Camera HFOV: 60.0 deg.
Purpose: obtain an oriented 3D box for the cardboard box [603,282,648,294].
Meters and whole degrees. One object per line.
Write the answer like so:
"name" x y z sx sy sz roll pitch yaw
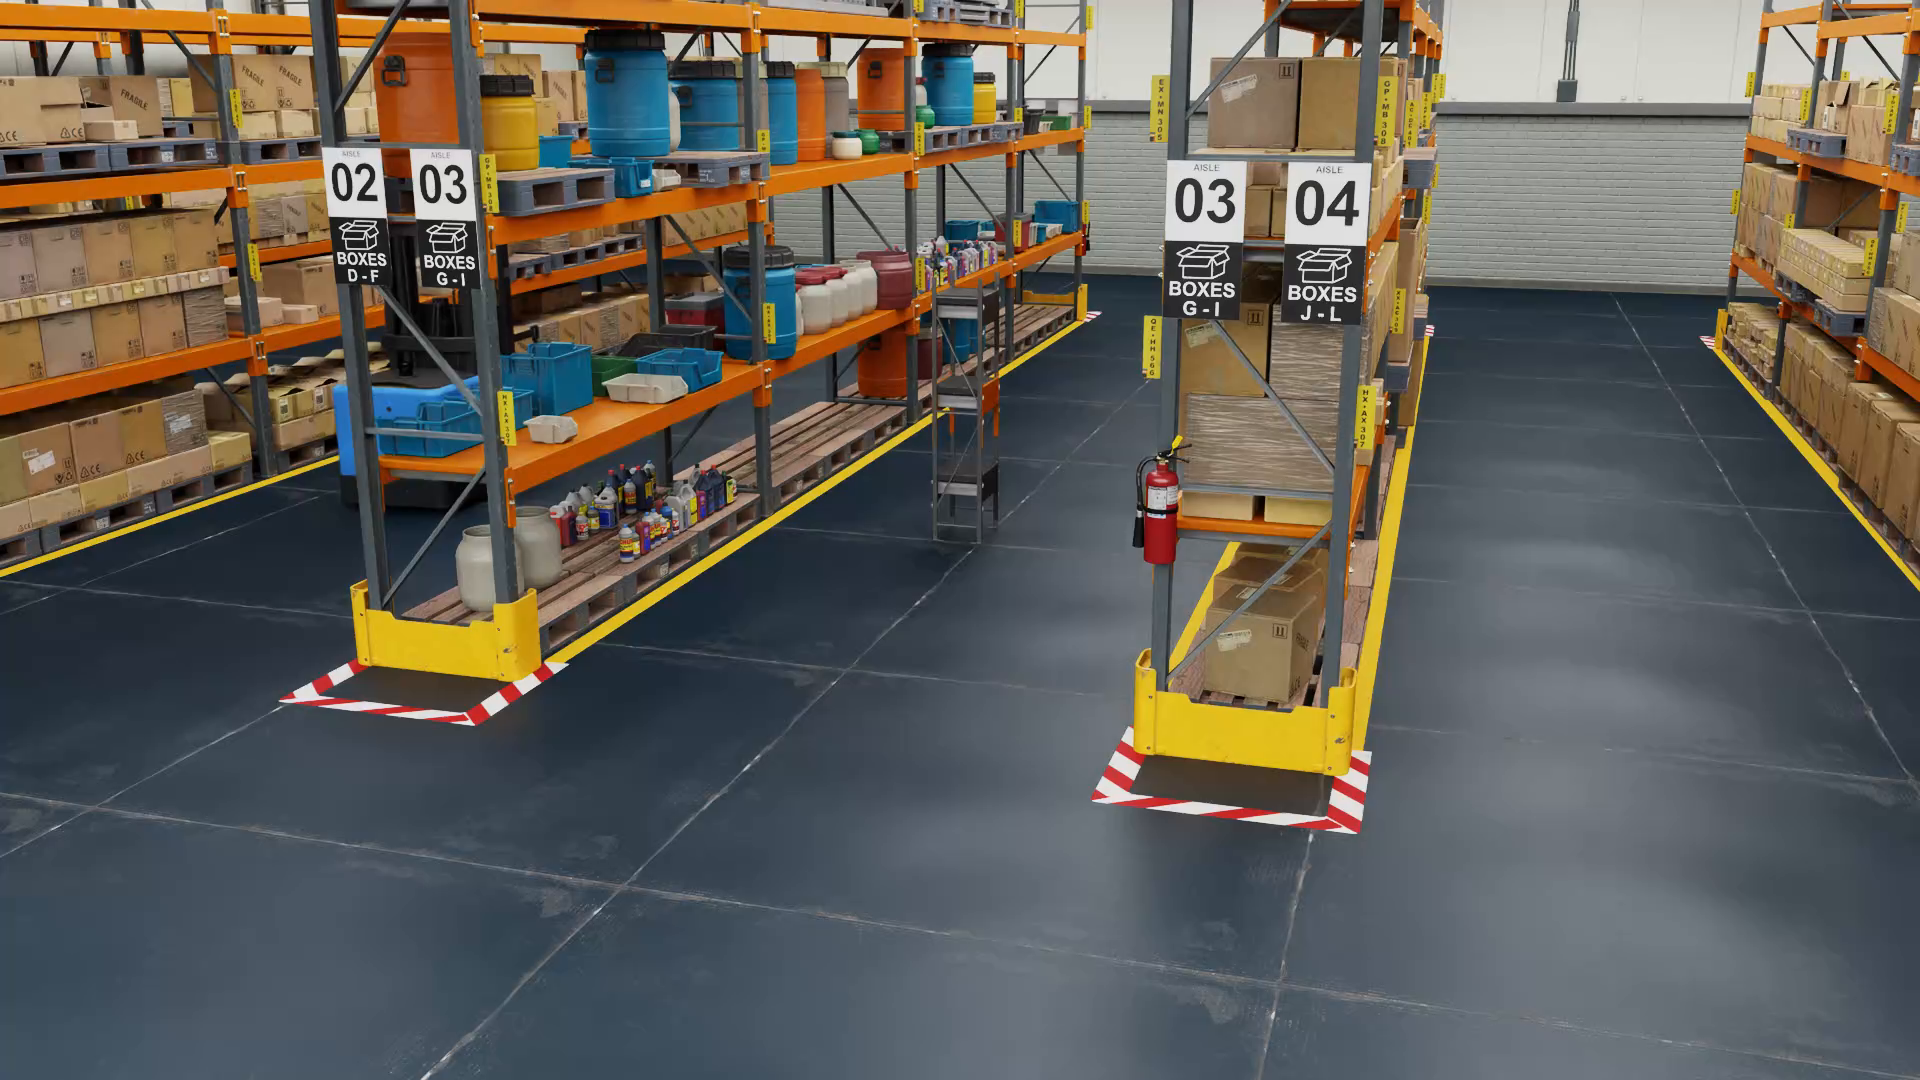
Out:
"cardboard box" -4.664 -3.337 23.372 0.500 0.500 0.500 5 16 16

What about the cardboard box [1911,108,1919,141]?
"cardboard box" 8.117 -3.408 13.561 0.500 0.311 0.500 5 16 16

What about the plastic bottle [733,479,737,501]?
"plastic bottle" -1.883 -0.425 13.653 0.097 0.201 0.097 0 16 0

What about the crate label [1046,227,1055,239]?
"crate label" 1.121 -4.343 23.519 0.396 0.136 0.243 5 16 16

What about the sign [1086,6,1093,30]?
"sign" 1.863 -7.511 23.909 0.100 0.325 0.005 5 16 16

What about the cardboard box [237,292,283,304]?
"cardboard box" -6.753 -2.243 15.988 0.396 0.266 0.258 4 16 15

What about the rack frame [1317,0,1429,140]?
"rack frame" 3.807 -5.227 15.268 1.000 3.000 0.127 5 16 16

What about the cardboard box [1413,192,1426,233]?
"cardboard box" 5.325 -3.925 20.025 0.500 0.500 0.500 5 16 16

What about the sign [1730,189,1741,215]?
"sign" 10.287 -4.482 22.046 0.100 0.325 0.005 5 16 16

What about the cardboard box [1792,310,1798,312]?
"cardboard box" 10.821 -2.843 21.219 0.380 0.149 0.250 4 16 15

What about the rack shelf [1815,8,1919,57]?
"rack shelf" 9.102 -4.801 15.816 1.077 0.370 4.000 5 16 16

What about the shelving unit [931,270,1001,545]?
"shelving unit" 0.047 -1.053 13.196 0.431 2.100 0.503 5 16 16

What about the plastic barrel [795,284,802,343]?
"plastic barrel" -1.597 -1.977 14.555 0.433 0.535 0.433 0 16 0

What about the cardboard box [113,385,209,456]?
"cardboard box" -6.902 -1.036 14.379 0.500 0.500 0.500 5 16 16

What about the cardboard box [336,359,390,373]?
"cardboard box" -6.035 -1.704 17.081 0.500 0.311 0.500 5 17 17

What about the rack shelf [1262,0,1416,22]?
"rack shelf" 2.101 -3.310 9.832 1.077 0.370 4.000 5 16 16

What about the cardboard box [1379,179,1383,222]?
"cardboard box" 2.059 -1.860 9.170 0.500 0.250 0.500 4 16 15

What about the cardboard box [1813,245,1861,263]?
"cardboard box" 8.603 -2.799 16.302 0.380 0.149 0.250 5 17 19

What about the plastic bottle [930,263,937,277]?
"plastic bottle" -0.296 -2.910 18.305 0.061 0.283 0.133 5 16 16

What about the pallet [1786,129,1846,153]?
"pallet" 9.392 -4.176 17.403 1.213 0.211 1.003 5 16 16

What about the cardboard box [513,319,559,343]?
"cardboard box" -5.143 -2.354 19.905 0.500 0.500 0.500 4 16 14

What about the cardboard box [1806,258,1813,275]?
"cardboard box" 8.675 -2.724 16.582 0.380 0.149 0.250 4 16 15

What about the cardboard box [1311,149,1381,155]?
"cardboard box" 2.172 -2.130 9.389 0.380 0.149 0.250 5 16 16

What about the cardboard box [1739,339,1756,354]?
"cardboard box" 9.978 -2.410 20.784 0.380 0.149 0.250 4 16 13

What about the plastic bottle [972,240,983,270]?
"plastic bottle" 0.195 -3.434 20.029 0.144 0.351 0.185 5 16 16

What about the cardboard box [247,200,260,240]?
"cardboard box" -9.617 -4.204 21.891 0.500 0.500 0.500 5 17 17

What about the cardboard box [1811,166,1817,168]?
"cardboard box" 10.771 -4.424 20.868 0.500 0.500 0.500 4 16 14

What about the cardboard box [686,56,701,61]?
"cardboard box" -4.038 -6.510 23.273 0.700 0.500 0.500 5 16 16

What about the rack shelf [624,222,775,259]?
"rack shelf" -3.985 -4.334 24.431 1.077 0.370 4.000 5 16 16

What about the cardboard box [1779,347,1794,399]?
"cardboard box" 9.206 -1.803 18.001 0.500 0.500 0.500 5 17 18

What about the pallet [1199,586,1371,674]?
"pallet" 2.168 0.546 11.019 1.003 0.211 1.213 5 16 16

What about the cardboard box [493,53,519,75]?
"cardboard box" -5.415 -5.330 19.110 0.500 0.500 0.500 5 16 16

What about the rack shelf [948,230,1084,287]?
"rack shelf" 0.763 -3.949 23.073 1.077 0.370 4.000 5 16 16

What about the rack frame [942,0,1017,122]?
"rack frame" 0.195 -6.658 20.311 1.000 3.000 0.127 5 16 16

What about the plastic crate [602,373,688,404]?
"plastic crate" -2.297 -1.107 12.220 0.530 0.136 0.437 5 16 16

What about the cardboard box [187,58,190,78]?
"cardboard box" -9.822 -6.238 21.964 0.500 0.250 0.500 4 16 14

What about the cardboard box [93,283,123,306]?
"cardboard box" -7.061 -2.004 13.526 0.380 0.149 0.250 5 17 17

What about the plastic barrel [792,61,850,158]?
"plastic barrel" -1.384 -4.211 16.265 0.600 0.901 0.600 0 16 0

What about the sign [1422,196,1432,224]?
"sign" 5.466 -3.867 19.489 0.100 0.325 0.005 5 16 16

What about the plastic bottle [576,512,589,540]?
"plastic bottle" -2.852 -0.107 12.533 0.097 0.201 0.097 0 16 0

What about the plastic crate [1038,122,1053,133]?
"plastic crate" 0.982 -5.575 22.472 0.437 0.136 0.530 5 16 16

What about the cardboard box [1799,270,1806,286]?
"cardboard box" 8.751 -2.648 16.860 0.380 0.149 0.250 4 16 15

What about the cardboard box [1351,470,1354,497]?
"cardboard box" 2.018 -0.312 9.391 0.380 0.149 0.250 5 16 16

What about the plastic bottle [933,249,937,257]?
"plastic bottle" -0.281 -3.484 20.480 0.097 0.201 0.097 0 16 0

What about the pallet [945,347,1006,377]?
"pallet" -0.065 -2.232 20.810 1.003 0.211 1.213 5 16 16

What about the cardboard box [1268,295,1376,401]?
"cardboard box" 1.951 -1.043 8.949 0.500 0.500 0.500 5 16 16

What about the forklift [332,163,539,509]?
"forklift" -4.459 -2.032 15.121 1.130 2.935 3.031 4 16 13

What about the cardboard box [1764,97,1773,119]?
"cardboard box" 10.131 -5.272 20.281 0.500 0.250 0.500 5 17 17

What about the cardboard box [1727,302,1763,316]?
"cardboard box" 10.332 -3.029 21.876 0.380 0.149 0.250 4 16 13

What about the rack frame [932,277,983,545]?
"rack frame" -0.022 -0.990 12.970 0.400 2.100 0.015 5 16 16

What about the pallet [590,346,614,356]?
"pallet" -5.093 -2.279 20.979 1.003 0.211 1.213 5 16 16

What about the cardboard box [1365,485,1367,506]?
"cardboard box" 3.019 -0.586 13.673 0.700 0.500 0.500 5 16 16

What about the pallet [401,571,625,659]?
"pallet" -3.003 0.474 11.273 1.003 0.211 1.213 5 16 16

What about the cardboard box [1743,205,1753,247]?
"cardboard box" 10.287 -3.976 21.123 0.500 0.500 0.500 5 16 16
